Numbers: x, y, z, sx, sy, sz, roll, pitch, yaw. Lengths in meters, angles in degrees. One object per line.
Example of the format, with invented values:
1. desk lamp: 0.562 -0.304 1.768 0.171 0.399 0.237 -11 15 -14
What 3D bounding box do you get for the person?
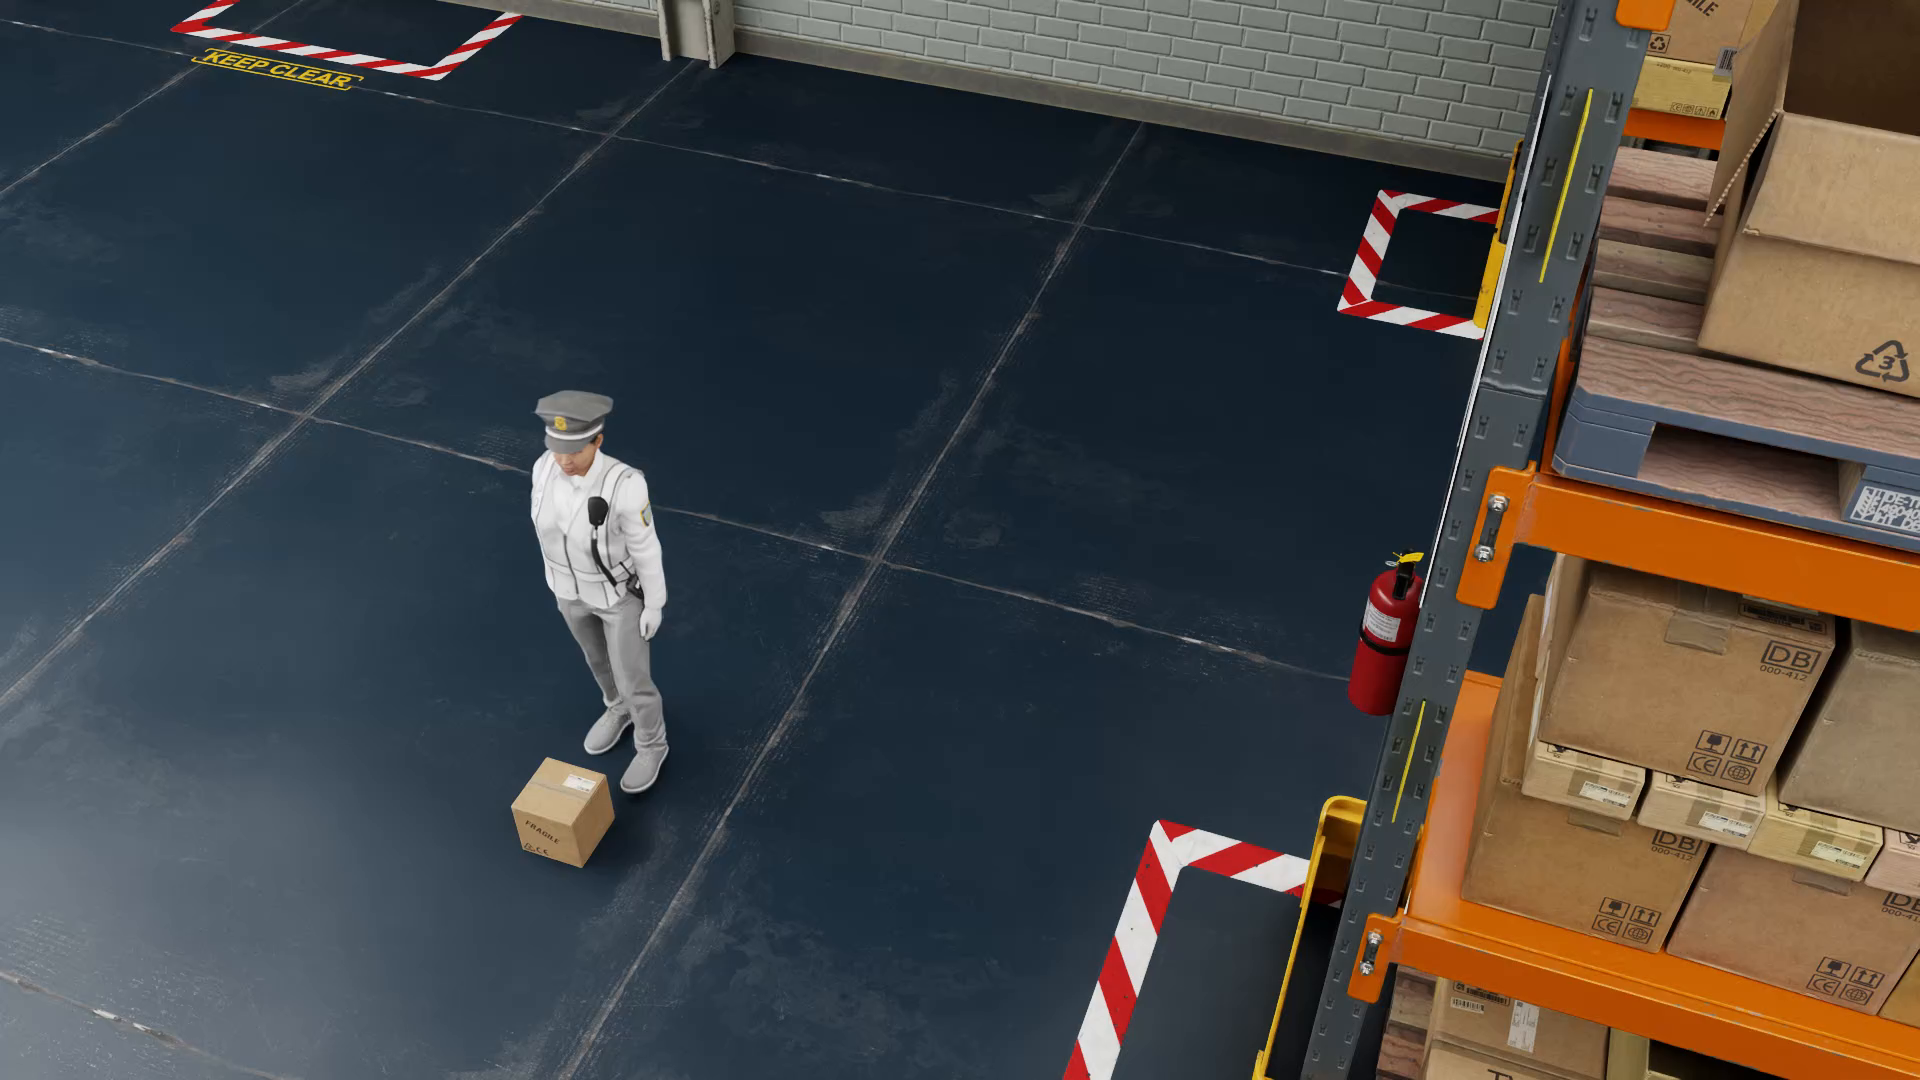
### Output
1. person: -1.283 0.201 5.923 0.482 1.681 0.422 14 44 16
